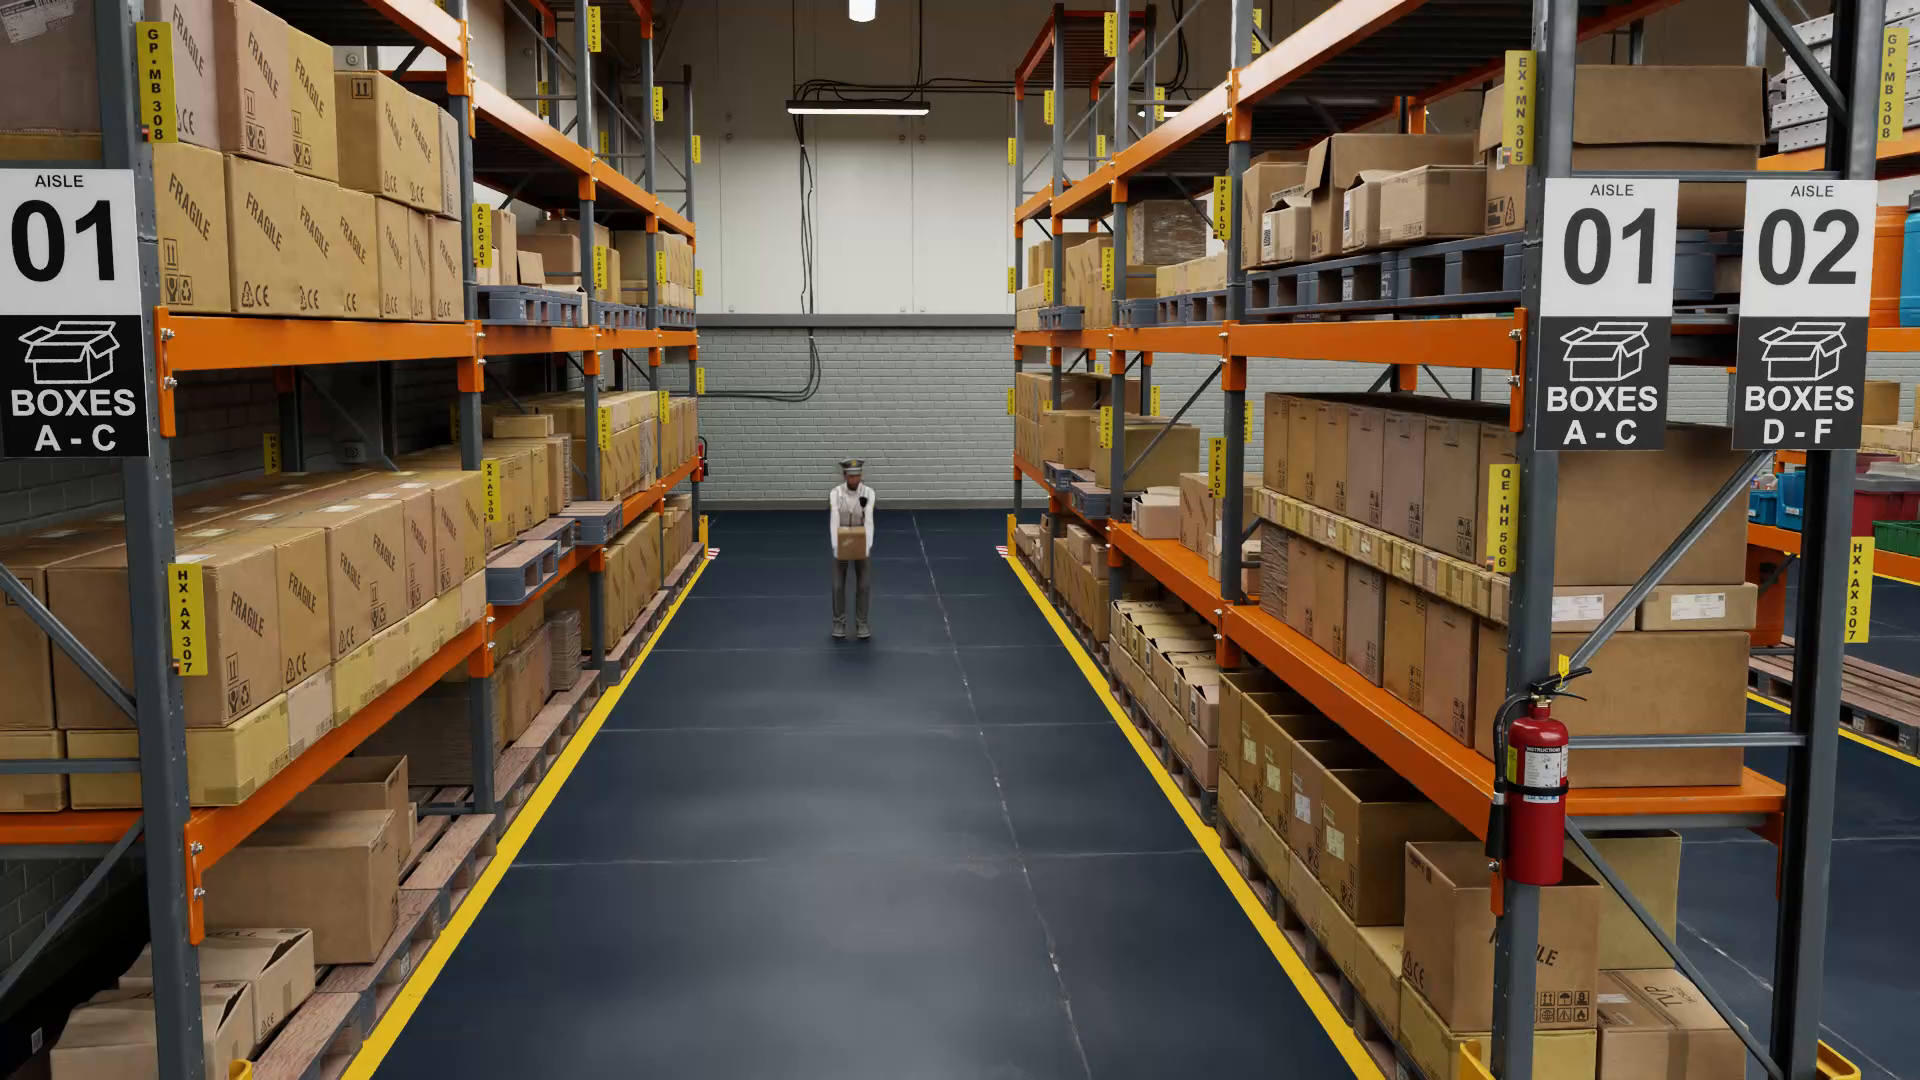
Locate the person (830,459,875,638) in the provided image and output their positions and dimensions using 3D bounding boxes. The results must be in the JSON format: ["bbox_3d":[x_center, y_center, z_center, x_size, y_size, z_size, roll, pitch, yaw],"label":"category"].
[{"bbox_3d":[-0.984,0.074,15.249,0.413,1.647,0.551,-1,7,-5],"label":"person"}]
